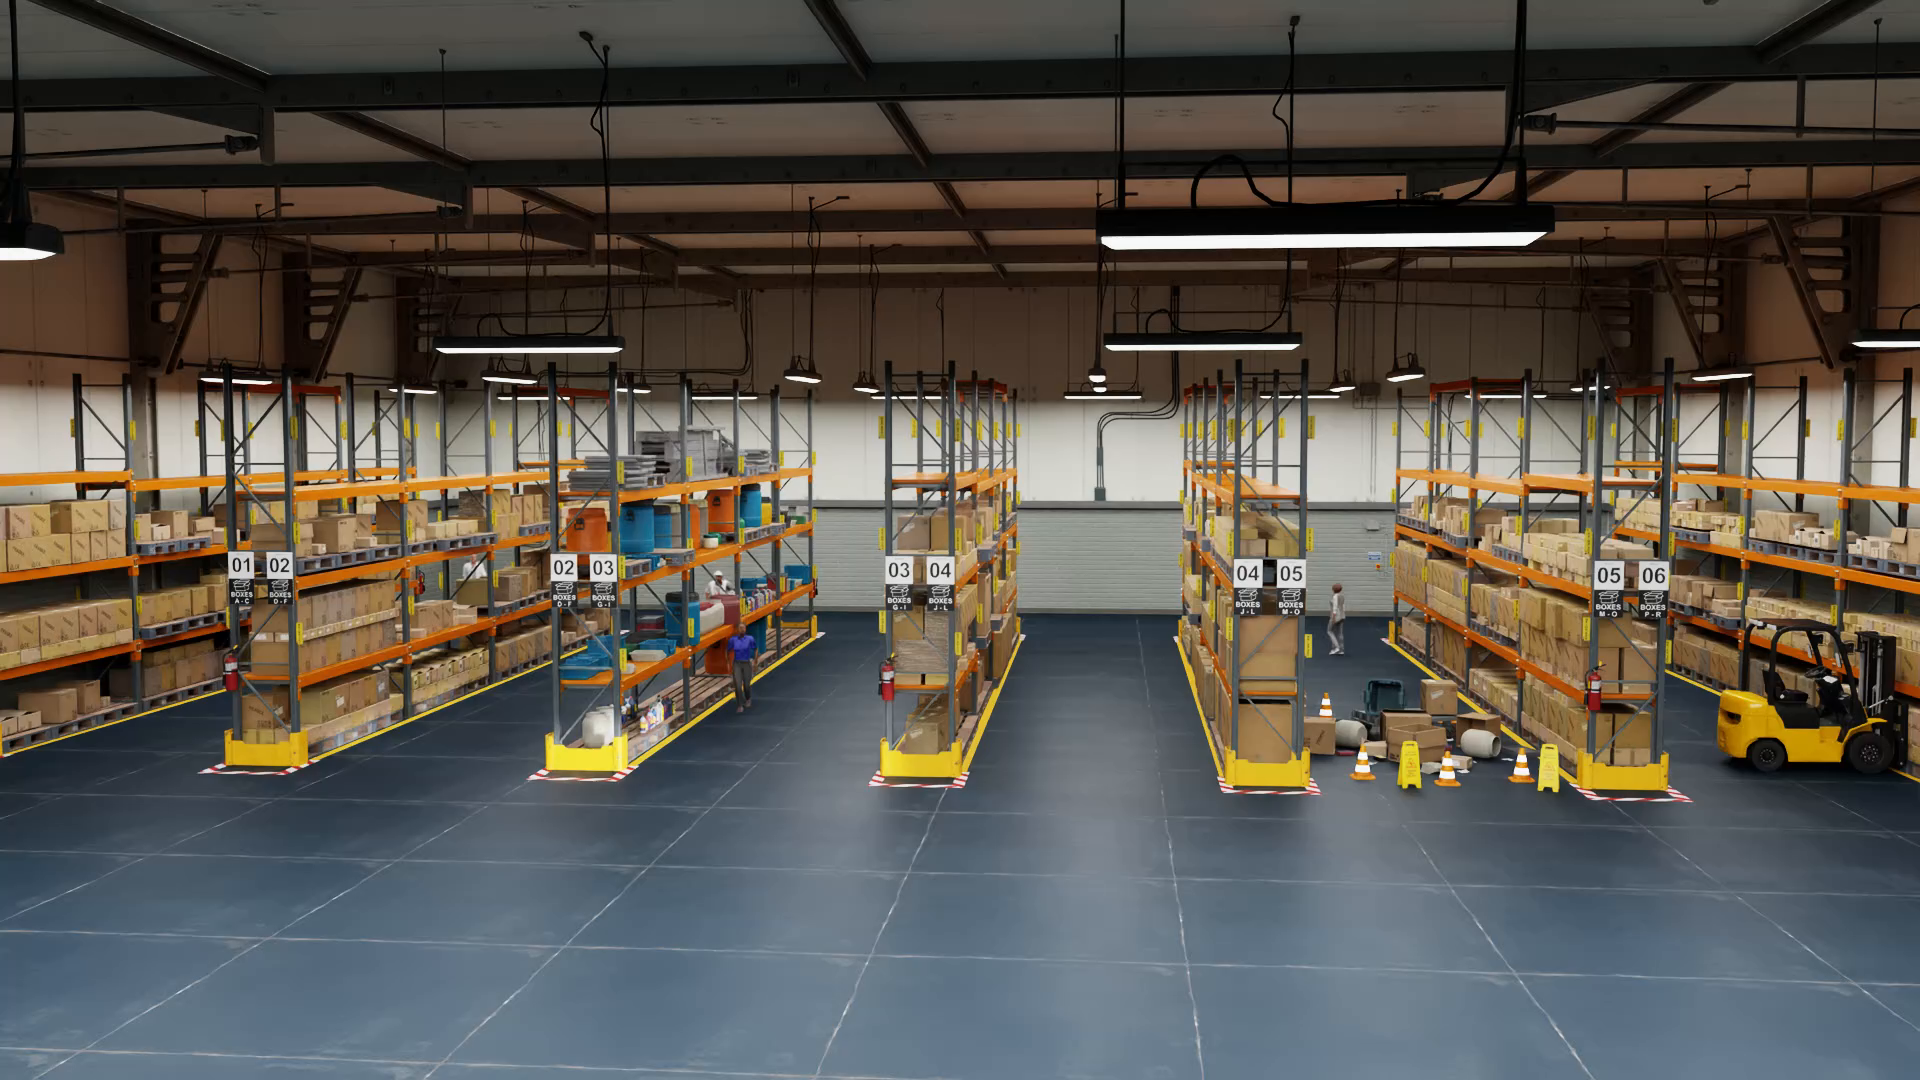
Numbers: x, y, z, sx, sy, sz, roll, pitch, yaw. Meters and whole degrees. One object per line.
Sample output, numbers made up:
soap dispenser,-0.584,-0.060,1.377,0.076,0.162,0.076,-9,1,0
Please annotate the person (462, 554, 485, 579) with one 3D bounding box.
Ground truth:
person,-12.909,1.212,44.211,0.661,1.727,1.159,-1,4,-9

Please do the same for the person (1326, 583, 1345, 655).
person,8.444,1.766,37.185,0.445,1.612,0.373,-4,5,-44

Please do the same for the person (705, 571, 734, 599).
person,-5.727,1.551,39.767,0.681,1.681,0.655,1,4,15

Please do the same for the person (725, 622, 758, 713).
person,-3.900,2.256,29.679,0.586,1.604,0.543,0,4,-2
